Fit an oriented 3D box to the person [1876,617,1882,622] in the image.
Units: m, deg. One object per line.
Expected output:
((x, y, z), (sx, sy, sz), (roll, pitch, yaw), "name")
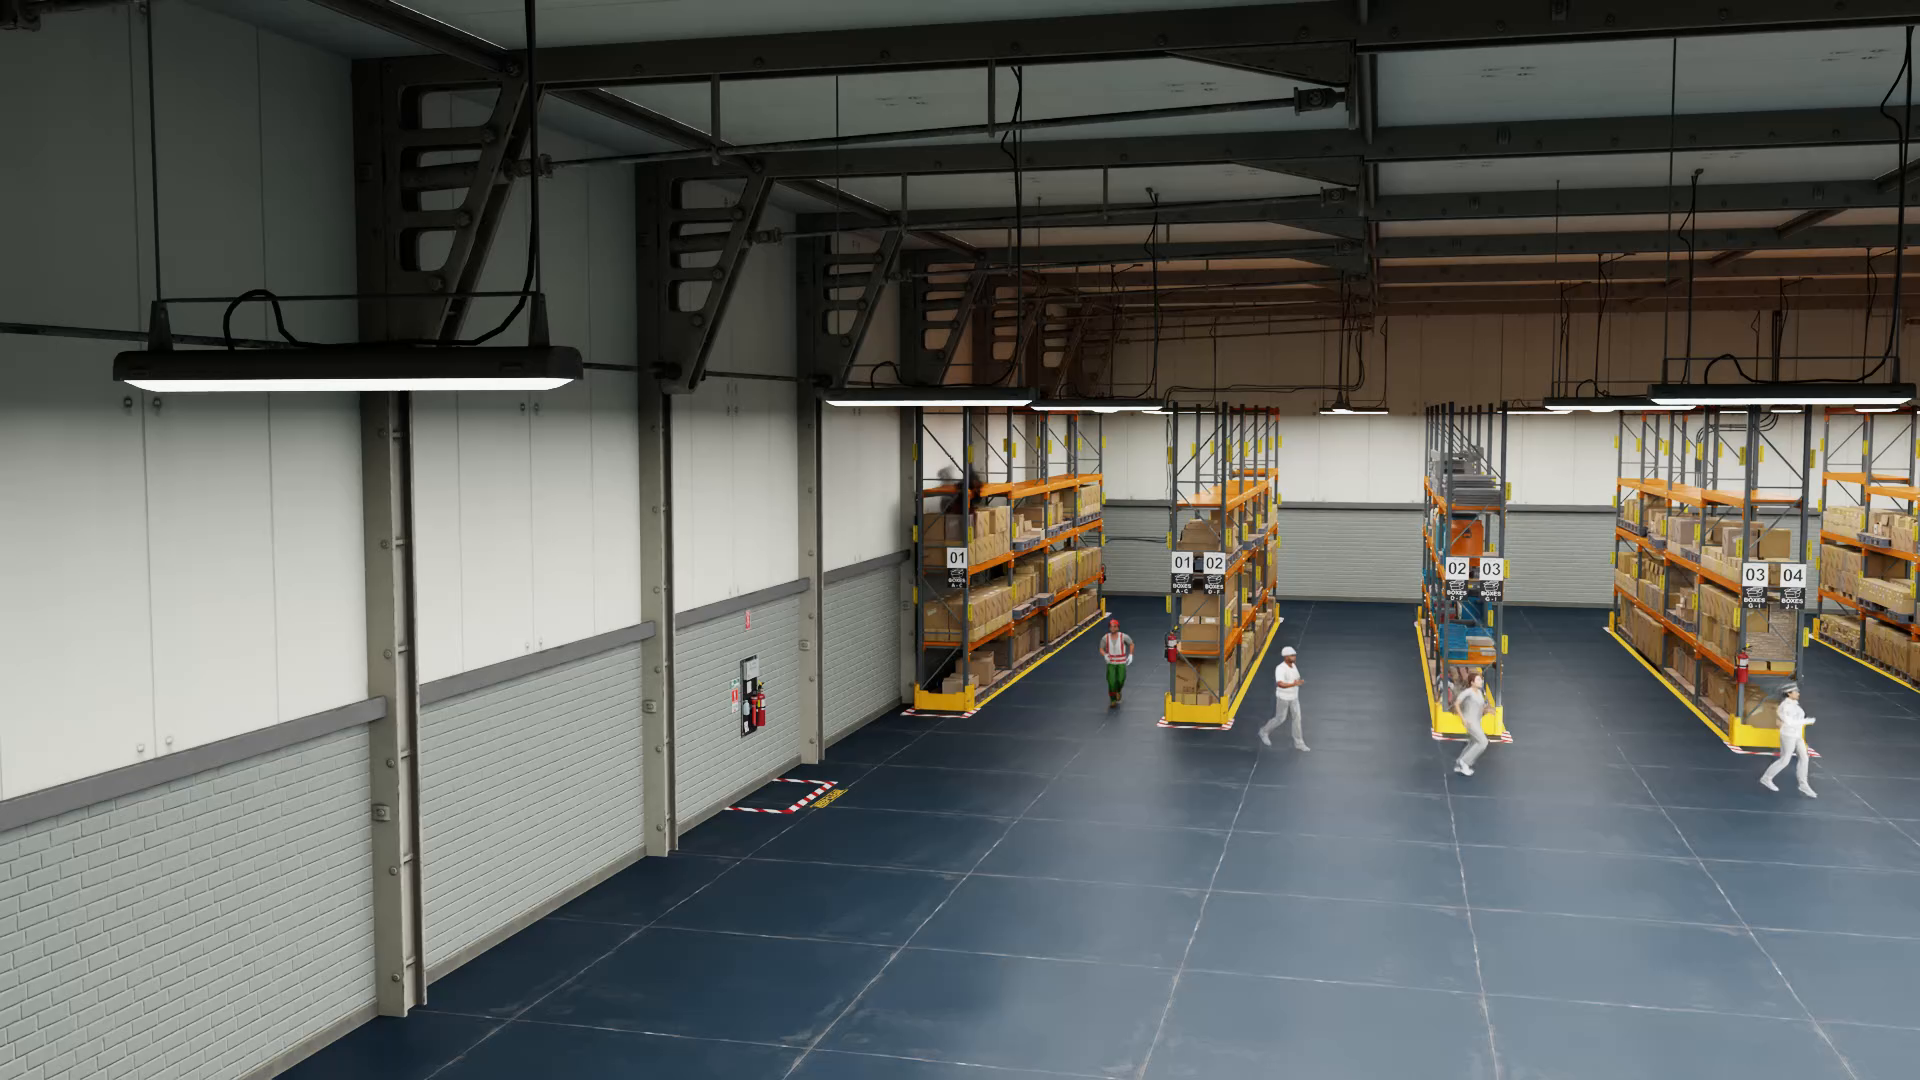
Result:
((24.500, 1.704, 43.933), (0.596, 1.549, 0.541), (1, 4, 13), "person")

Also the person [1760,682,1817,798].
((12.562, 3.004, 25.164), (0.784, 1.725, 0.600), (4, 6, 40), "person")

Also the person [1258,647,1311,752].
((5.578, 2.703, 28.486), (0.982, 1.760, 0.696), (4, 6, 42), "person")

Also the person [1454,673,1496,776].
((8.212, 2.934, 26.530), (0.623, 1.640, 0.569), (3, 5, 38), "person")

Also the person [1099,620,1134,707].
((3.060, 2.435, 32.663), (0.668, 1.737, 0.637), (1, 4, 12), "person")
